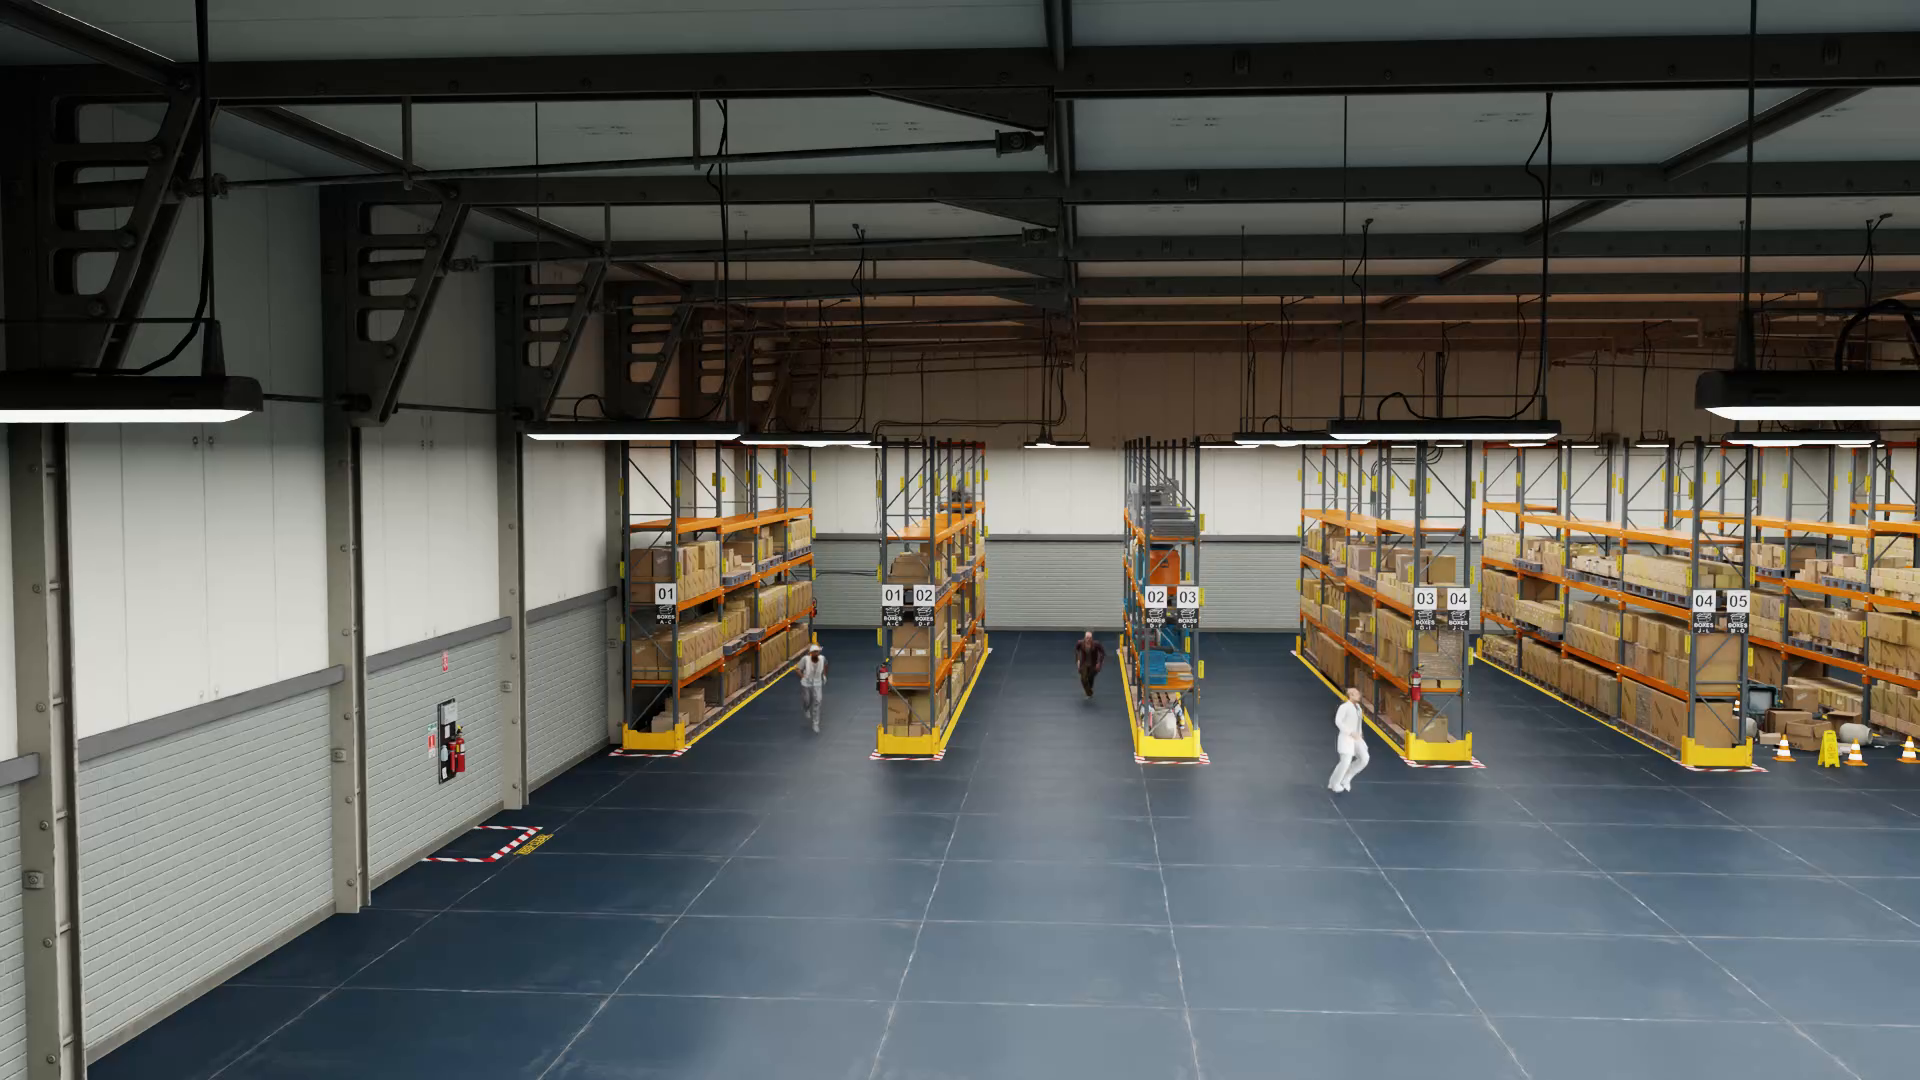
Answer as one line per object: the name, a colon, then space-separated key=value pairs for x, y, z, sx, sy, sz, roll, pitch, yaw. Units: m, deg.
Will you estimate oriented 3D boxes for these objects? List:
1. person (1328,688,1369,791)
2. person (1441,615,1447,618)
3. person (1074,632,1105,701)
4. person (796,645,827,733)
person: x=6.601 y=3.356 z=28.022 sx=0.773 sy=1.717 sz=0.614 roll=-3 pitch=4 yaw=-41
person: x=13.363 y=2.370 z=45.741 sx=0.690 sy=1.788 sz=0.912 roll=0 pitch=3 yaw=-5
person: x=3.007 y=2.884 z=38.389 sx=0.716 sy=1.626 sz=1.063 roll=1 pitch=3 yaw=10
person: x=-3.054 y=3.016 z=34.275 sx=0.681 sy=1.770 sz=1.126 roll=-1 pitch=3 yaw=-14
